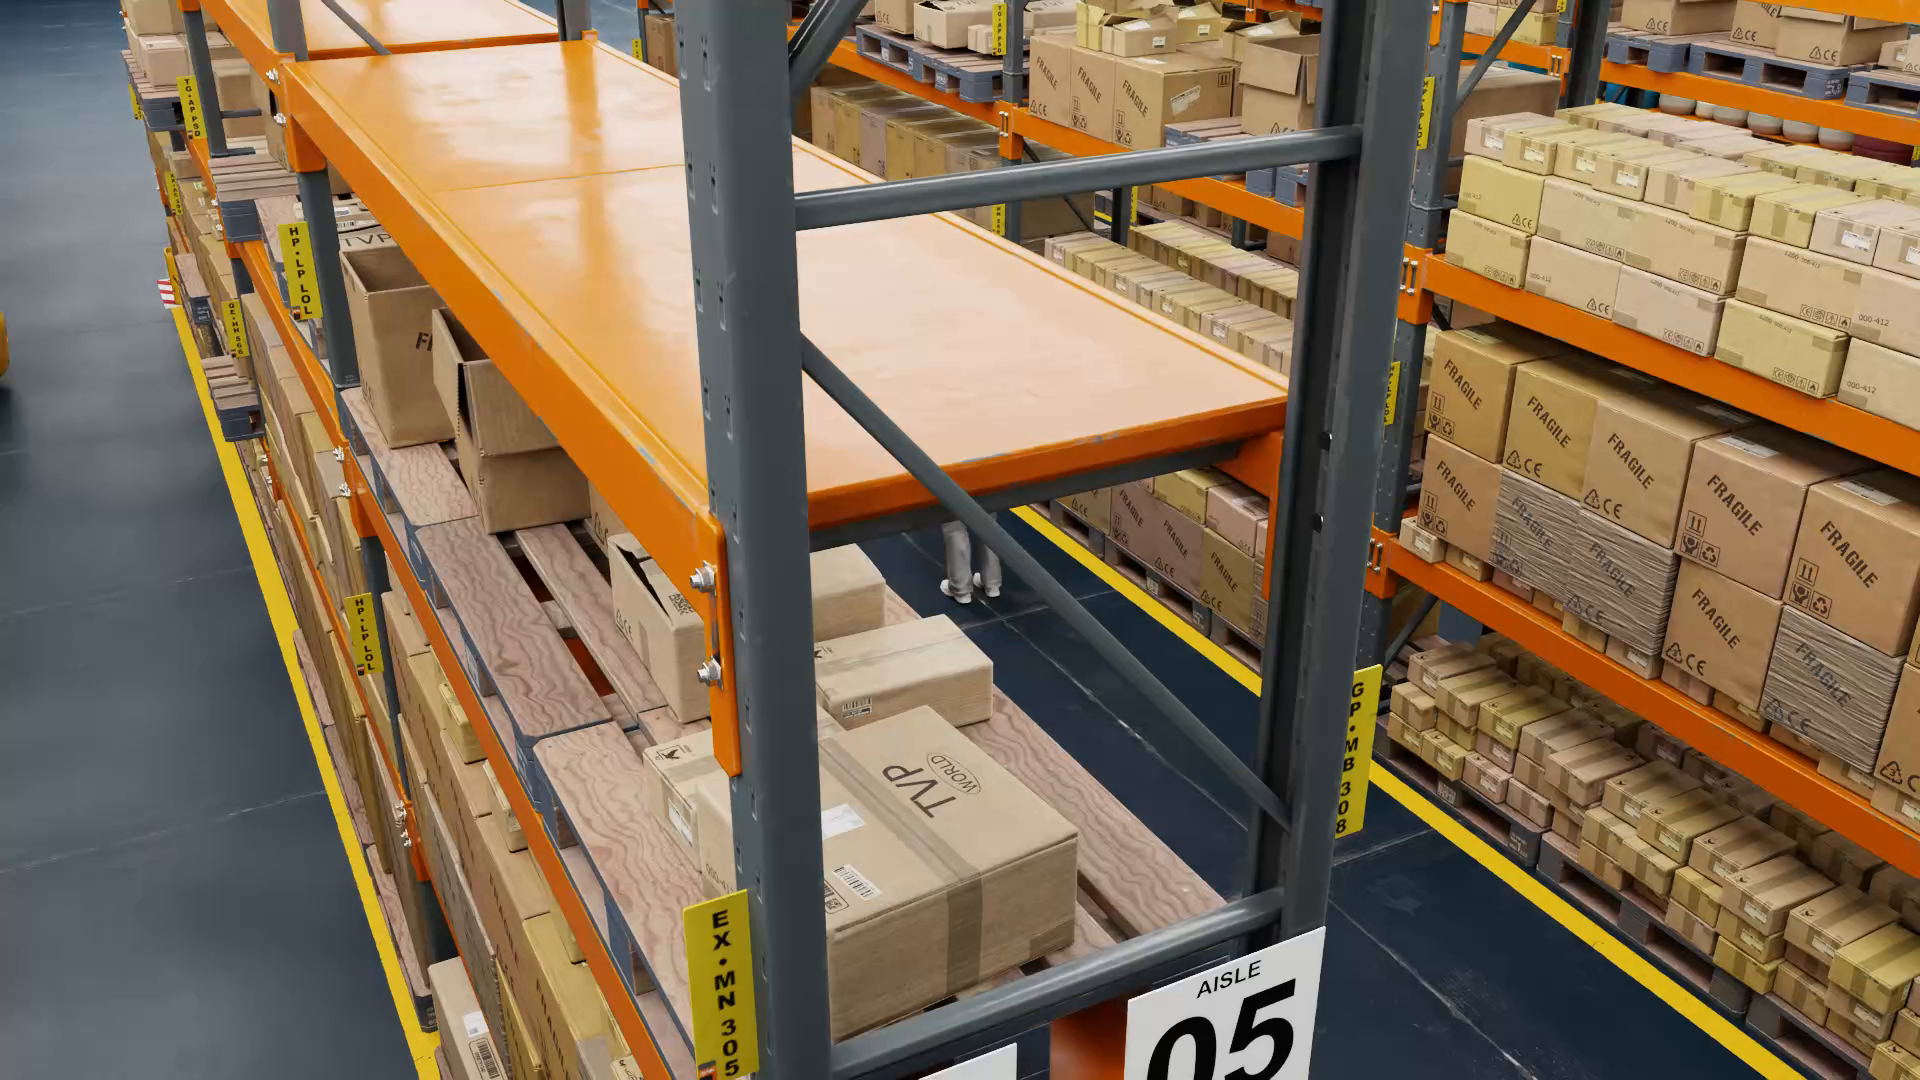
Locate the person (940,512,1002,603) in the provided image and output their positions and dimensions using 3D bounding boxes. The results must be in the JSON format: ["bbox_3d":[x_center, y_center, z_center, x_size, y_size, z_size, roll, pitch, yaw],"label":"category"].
[{"bbox_3d":[0.033,-0.433,10.549,0.410,1.667,0.508,-13,29,-26],"label":"person"}]
